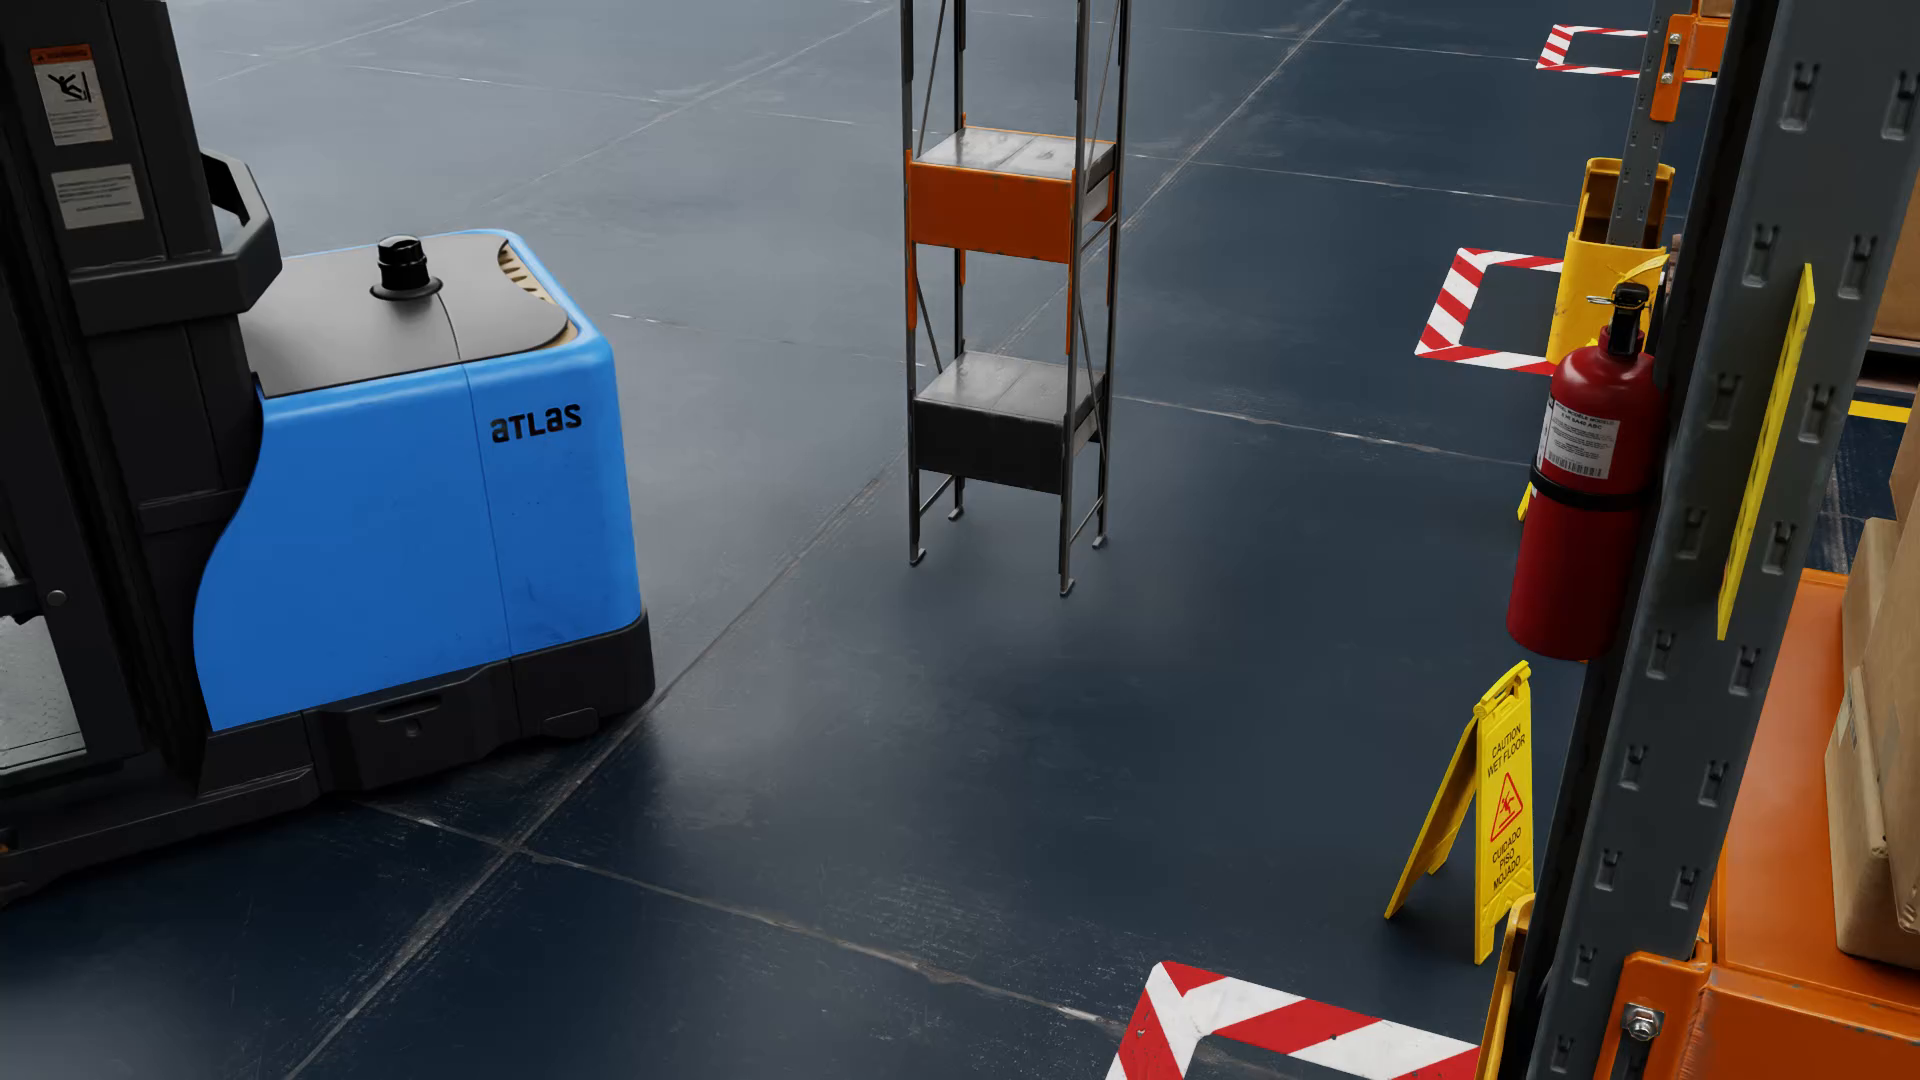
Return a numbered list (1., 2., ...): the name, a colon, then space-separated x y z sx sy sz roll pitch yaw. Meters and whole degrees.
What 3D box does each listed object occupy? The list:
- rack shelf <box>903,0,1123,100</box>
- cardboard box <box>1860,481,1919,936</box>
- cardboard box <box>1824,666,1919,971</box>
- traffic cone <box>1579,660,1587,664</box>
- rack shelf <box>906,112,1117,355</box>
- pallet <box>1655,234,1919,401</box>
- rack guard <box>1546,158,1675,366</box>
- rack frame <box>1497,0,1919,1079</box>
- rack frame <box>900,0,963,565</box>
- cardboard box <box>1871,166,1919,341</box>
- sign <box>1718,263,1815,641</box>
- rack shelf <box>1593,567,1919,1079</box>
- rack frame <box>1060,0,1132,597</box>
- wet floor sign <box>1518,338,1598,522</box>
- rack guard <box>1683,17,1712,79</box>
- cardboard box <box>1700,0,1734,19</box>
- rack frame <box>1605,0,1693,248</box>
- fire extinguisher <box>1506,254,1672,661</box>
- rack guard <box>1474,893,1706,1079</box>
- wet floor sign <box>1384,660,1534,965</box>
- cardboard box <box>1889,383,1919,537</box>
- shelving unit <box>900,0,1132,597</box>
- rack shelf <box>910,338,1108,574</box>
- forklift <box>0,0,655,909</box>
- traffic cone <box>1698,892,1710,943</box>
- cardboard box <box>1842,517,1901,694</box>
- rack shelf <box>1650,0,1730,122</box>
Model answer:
1. rack shelf: 0.153 -1.481 4.341 0.480 0.518 0.431 11 31 19
2. cardboard box: 1.239 0.098 1.624 0.500 0.500 0.500 11 31 18
3. cardboard box: 1.141 0.324 1.884 0.250 0.149 0.380 11 31 19
4. traffic cone: 1.890 0.084 4.631 0.334 0.463 0.336 11 31 19
5. rack shelf: 0.153 -0.872 4.686 0.480 0.518 0.431 11 31 19
6. pallet: 3.442 -0.892 6.614 1.213 0.211 1.003 11 31 19
7. rack guard: 2.649 -1.135 6.750 0.348 0.500 1.175 11 31 19
8. rack frame: 0.903 0.059 2.098 0.053 2.616 0.949 11 31 19
9. rack frame: -0.073 -0.929 4.759 0.015 2.100 0.400 11 31 19
10. cardboard box: 3.325 -1.381 6.378 0.875 0.875 0.875 11 31 19
11. sign: 0.700 -0.072 1.450 0.005 0.325 0.100 11 31 19
12. rack shelf: 2.757 0.740 1.623 4.000 0.370 1.077 11 31 19
13. rack frame: 0.379 -0.838 4.599 0.015 2.100 0.400 11 31 19
14. wet floor sign: 1.900 -0.296 5.118 0.232 0.644 0.267 6 30 11
15. rack guard: 4.700 -3.359 10.685 0.348 0.500 1.175 11 31 19
16. cardboard box: 3.032 -2.236 6.005 0.550 0.550 0.875 11 31 19
17. rack frame: 2.671 -2.219 6.127 0.127 3.000 1.000 11 31 19
18. fire extinguisher: 0.971 -0.141 2.529 0.183 0.674 0.296 11 31 19
19. rack guard: 0.974 1.159 2.691 0.348 0.500 1.175 11 31 19
20. wet floor sign: 1.130 0.559 3.605 0.232 0.644 0.267 24 37 36
21. cardboard box: 1.510 -0.141 2.047 0.500 0.500 0.500 11 31 18
22. shelving unit: 0.153 -0.883 4.679 0.503 2.100 0.431 11 31 19
23. rack shelf: 0.153 -0.262 5.030 0.480 0.518 0.431 11 31 19
24. forklift: -2.358 -0.684 3.481 3.031 2.935 1.130 -14 32 -23
25. traffic cone: 1.787 0.653 3.625 0.334 0.463 0.336 11 31 19
26. cardboard box: 1.331 0.138 2.213 0.250 0.149 0.380 12 32 21
27. rack shelf: 4.525 -1.535 5.649 4.000 0.370 1.077 11 31 19
